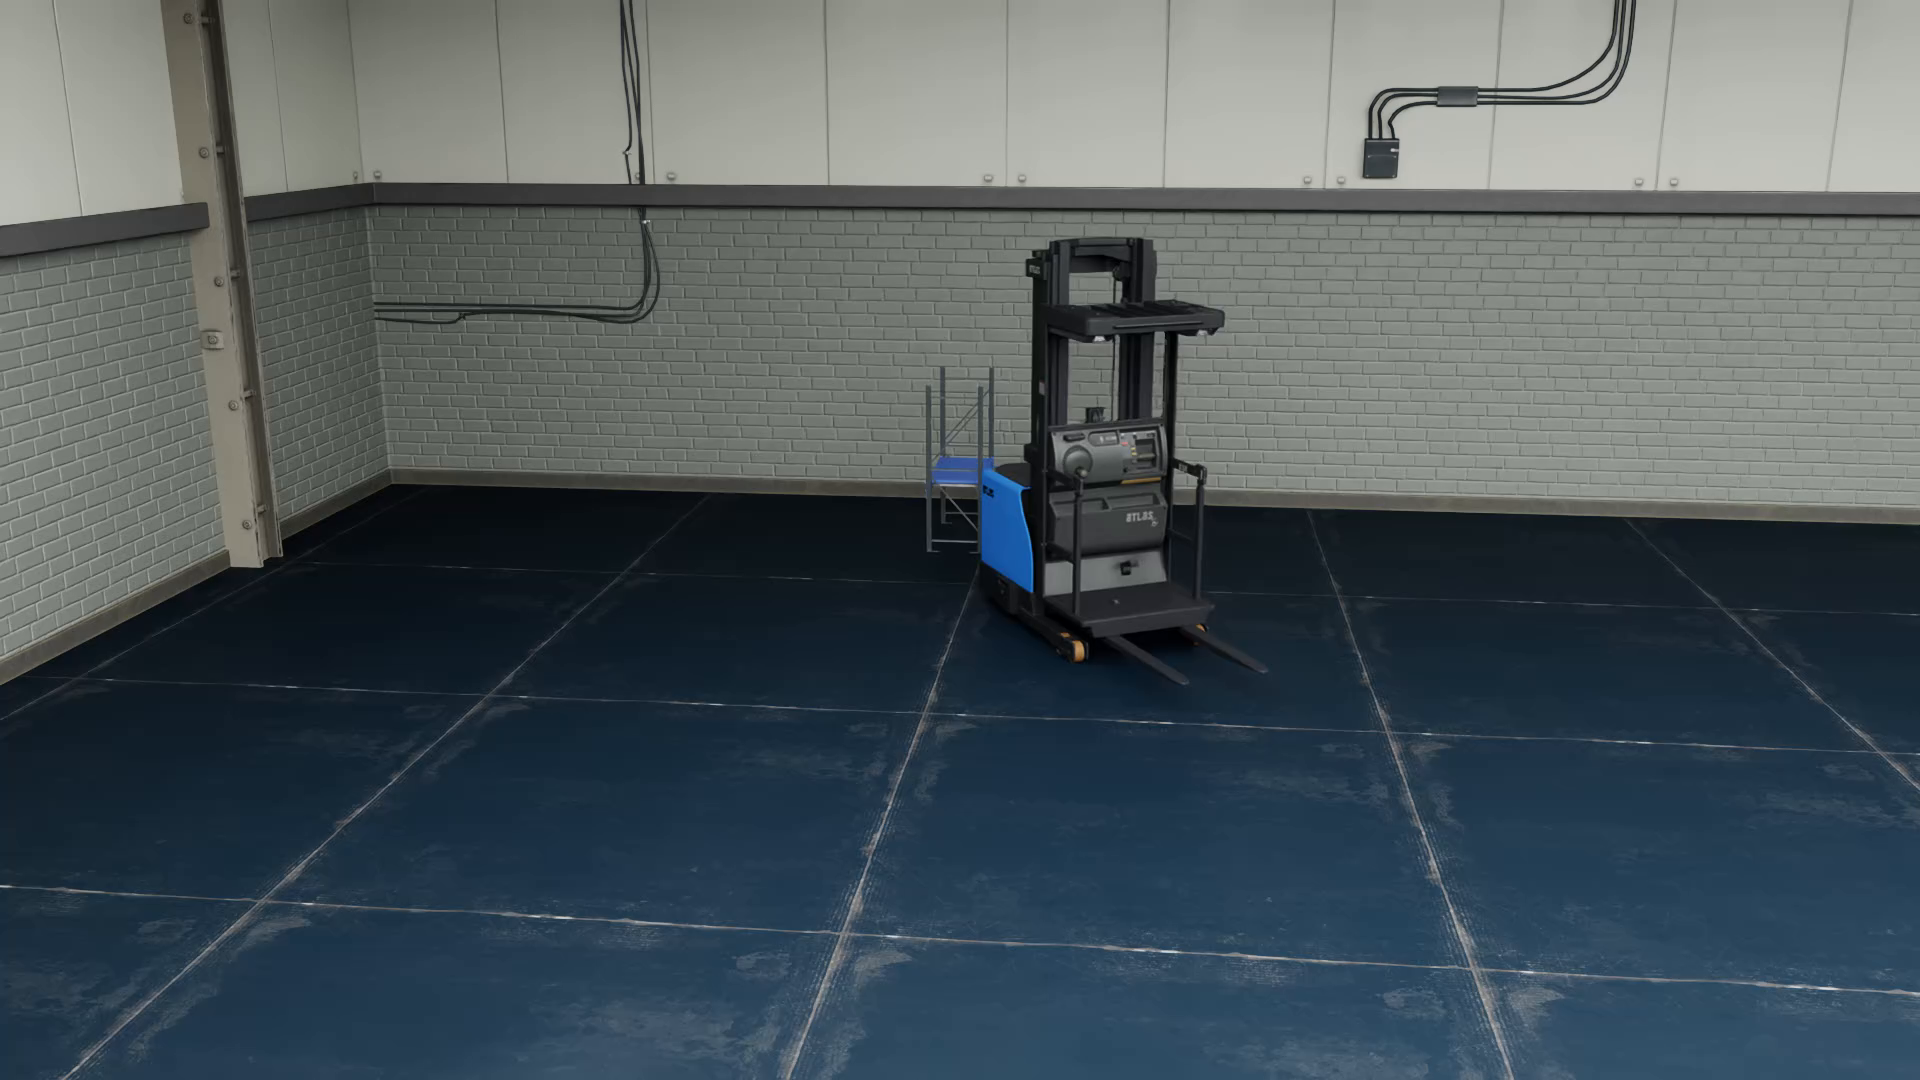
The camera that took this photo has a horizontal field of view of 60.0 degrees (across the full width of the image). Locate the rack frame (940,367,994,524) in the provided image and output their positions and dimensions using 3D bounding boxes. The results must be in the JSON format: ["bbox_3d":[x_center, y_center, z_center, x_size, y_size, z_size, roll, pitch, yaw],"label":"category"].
[{"bbox_3d":[0.067,-0.878,15.624,0.500,1.500,0.032,2,15,6],"label":"rack frame"}]

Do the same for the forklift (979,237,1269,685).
[{"bbox_3d":[1.186,-0.654,12.053,1.130,2.935,3.031,-6,16,-22],"label":"forklift"}]

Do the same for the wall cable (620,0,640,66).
[{"bbox_3d":[-1.839,-5.745,15.532,3.097,2.526,0.112,2,15,6],"label":"wall cable"}]

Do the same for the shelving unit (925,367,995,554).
[{"bbox_3d":[0.010,-0.746,15.136,0.538,1.500,1.048,2,15,6],"label":"shelving unit"}]

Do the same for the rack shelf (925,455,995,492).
[{"bbox_3d":[0.010,-0.572,15.183,0.538,0.185,1.000,2,15,6],"label":"rack shelf"}]

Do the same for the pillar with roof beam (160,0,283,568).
[{"bbox_3d":[-1.896,-4.034,12.930,9.100,9.000,0.400,2,15,6],"label":"pillar with roof beam"}]

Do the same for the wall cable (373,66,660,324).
[{"bbox_3d":[-4.527,-3.387,16.486,3.097,2.526,0.112,2,15,6],"label":"wall cable"}]

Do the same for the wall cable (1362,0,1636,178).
[{"bbox_3d":[4.904,-6.244,14.587,2.305,6.003,0.169,2,15,6],"label":"wall cable"}]

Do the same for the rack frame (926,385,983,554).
[{"bbox_3d":[-0.048,-0.614,14.648,0.500,1.500,0.032,2,15,6],"label":"rack frame"}]
